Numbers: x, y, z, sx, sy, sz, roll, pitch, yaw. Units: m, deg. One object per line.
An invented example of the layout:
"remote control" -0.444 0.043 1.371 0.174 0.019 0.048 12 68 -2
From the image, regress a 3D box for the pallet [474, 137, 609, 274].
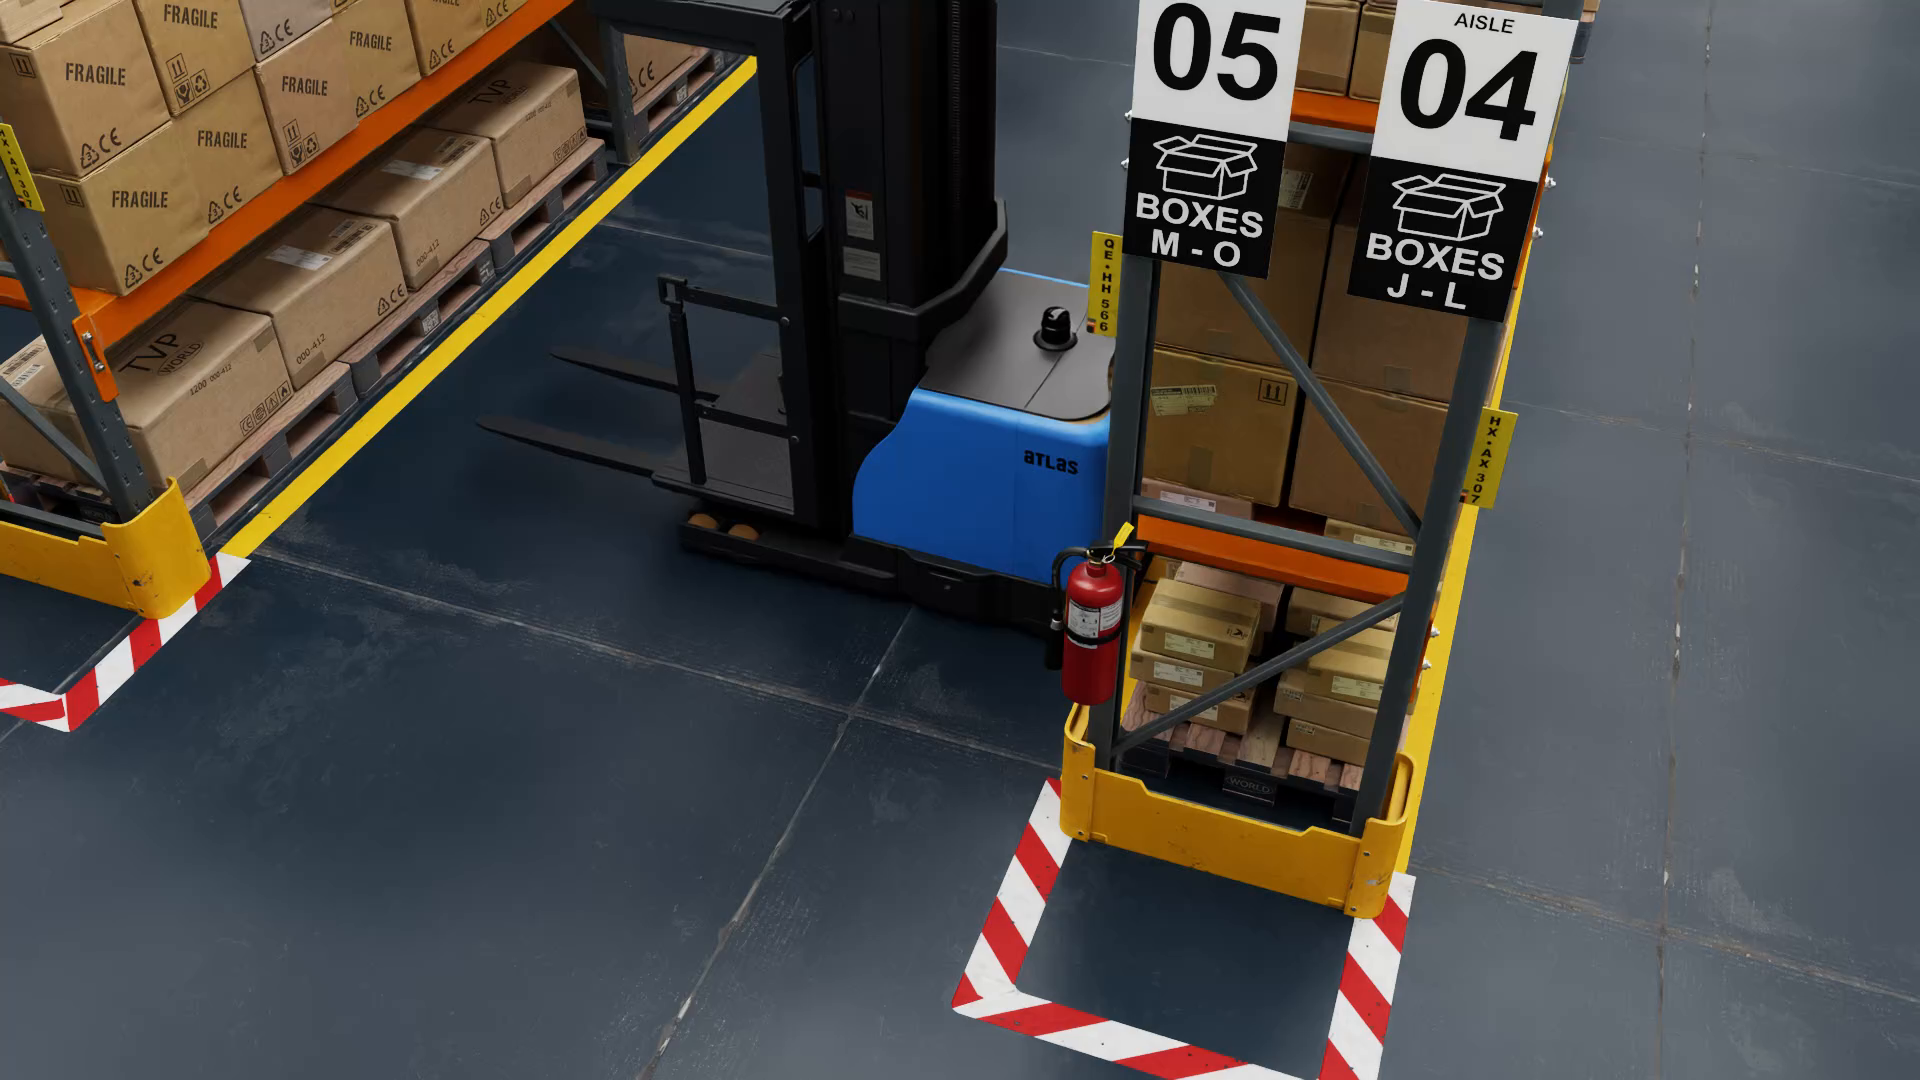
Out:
"pallet" -2.728 -1.981 9.410 1.003 0.211 1.213 13 42 15

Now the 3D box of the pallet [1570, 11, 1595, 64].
"pallet" 2.690 -2.813 8.383 1.003 0.211 1.213 13 42 15

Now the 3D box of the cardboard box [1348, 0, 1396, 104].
"cardboard box" 1.318 -1.313 4.282 0.500 0.250 0.500 15 43 17

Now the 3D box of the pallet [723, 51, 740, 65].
"pallet" -1.786 -3.662 11.379 1.003 0.211 1.213 13 42 15

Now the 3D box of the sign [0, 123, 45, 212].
"sign" -3.243 -1.282 5.713 0.100 0.325 0.005 13 42 15

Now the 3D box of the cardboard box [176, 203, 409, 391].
"cardboard box" -3.325 -1.219 8.018 0.875 0.438 0.875 14 43 16

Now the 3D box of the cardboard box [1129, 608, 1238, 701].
"cardboard box" 0.836 0.414 6.097 0.380 0.149 0.250 12 42 14

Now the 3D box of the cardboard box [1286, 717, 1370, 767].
"cardboard box" 1.404 0.664 6.033 0.380 0.149 0.250 14 42 16

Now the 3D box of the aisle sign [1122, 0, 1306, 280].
"aisle sign" 0.617 -1.023 4.135 0.394 0.787 0.004 13 42 15

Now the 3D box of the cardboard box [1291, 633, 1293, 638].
"cardboard box" 1.495 0.334 6.421 0.380 0.149 0.250 14 42 16

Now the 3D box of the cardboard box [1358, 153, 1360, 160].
"cardboard box" 1.493 -1.068 5.114 0.500 0.500 0.500 14 43 16

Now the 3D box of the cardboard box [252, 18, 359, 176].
"cardboard box" -2.991 -1.937 7.132 0.500 0.500 0.500 13 42 15

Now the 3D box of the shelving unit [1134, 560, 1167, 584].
"shelving unit" 0.851 -0.366 6.725 0.258 1.200 0.503 12 45 11

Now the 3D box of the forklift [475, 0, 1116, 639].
"forklift" -0.668 -1.319 6.538 3.031 2.935 1.130 14 43 16

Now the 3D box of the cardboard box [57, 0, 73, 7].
"cardboard box" -3.358 -2.045 5.989 0.380 0.149 0.250 14 43 16

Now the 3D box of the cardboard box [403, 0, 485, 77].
"cardboard box" -2.642 -2.562 7.865 0.500 0.500 0.500 13 42 14

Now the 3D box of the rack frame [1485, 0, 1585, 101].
"rack frame" 0.924 -2.294 3.006 1.000 3.000 0.127 13 42 15

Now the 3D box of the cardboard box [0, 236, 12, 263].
"cardboard box" -3.846 -1.440 6.550 0.500 0.500 0.500 14 42 15

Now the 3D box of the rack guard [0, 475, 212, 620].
"rack guard" -3.770 -0.083 6.963 1.175 0.500 0.348 13 42 15

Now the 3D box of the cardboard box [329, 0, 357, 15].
"cardboard box" -2.822 -2.634 7.179 0.500 0.500 0.500 13 42 15

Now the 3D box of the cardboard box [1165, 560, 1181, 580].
"cardboard box" 1.012 0.097 6.469 0.380 0.149 0.250 12 42 13

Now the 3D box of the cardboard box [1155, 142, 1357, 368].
"cardboard box" 0.847 -0.878 4.891 0.500 0.500 0.500 12 42 14

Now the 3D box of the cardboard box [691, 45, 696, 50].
"cardboard box" -1.956 -3.789 10.693 0.875 0.875 0.875 14 43 16

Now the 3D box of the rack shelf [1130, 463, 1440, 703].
"rack shelf" 1.608 -0.958 6.616 1.077 0.370 4.000 13 42 15

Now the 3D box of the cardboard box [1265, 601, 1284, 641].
"cardboard box" 1.072 0.224 6.549 0.380 0.149 0.250 13 42 15

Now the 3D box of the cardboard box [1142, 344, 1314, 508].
"cardboard box" 0.836 -0.494 5.212 0.500 0.500 0.500 14 42 16

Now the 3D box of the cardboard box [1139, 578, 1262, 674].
"cardboard box" 0.867 0.307 5.993 0.380 0.149 0.250 14 42 16

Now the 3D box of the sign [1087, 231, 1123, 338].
"sign" 0.409 -0.708 4.633 0.100 0.325 0.005 13 42 15

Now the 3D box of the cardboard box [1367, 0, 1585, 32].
"cardboard box" 1.322 -1.502 4.119 0.500 0.250 0.500 14 42 16

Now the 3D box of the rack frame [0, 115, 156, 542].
"rack frame" -3.762 -1.049 6.168 1.000 3.000 0.127 13 42 15

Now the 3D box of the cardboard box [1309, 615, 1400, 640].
"cardboard box" 1.491 0.383 6.134 0.380 0.149 0.250 13 42 15

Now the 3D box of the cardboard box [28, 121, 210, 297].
"cardboard box" -3.328 -1.316 6.404 0.500 0.500 0.500 13 42 15

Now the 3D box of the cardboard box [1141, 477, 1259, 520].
"cardboard box" 0.770 -0.178 5.341 0.380 0.149 0.250 13 42 15

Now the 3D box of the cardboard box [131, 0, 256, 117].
"cardboard box" -3.160 -2.014 6.452 0.500 0.500 0.500 12 42 14

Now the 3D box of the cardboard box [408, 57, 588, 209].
"cardboard box" -2.710 -2.315 9.302 0.875 0.438 0.875 13 42 14

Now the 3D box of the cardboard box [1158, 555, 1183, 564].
"cardboard box" 0.976 -0.019 6.376 0.380 0.149 0.250 12 42 14

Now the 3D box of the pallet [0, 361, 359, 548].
"pallet" -3.562 -0.493 7.665 1.003 0.211 1.213 13 42 15

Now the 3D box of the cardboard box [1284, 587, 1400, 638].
"cardboard box" 1.404 0.248 6.063 0.380 0.149 0.250 14 42 16
